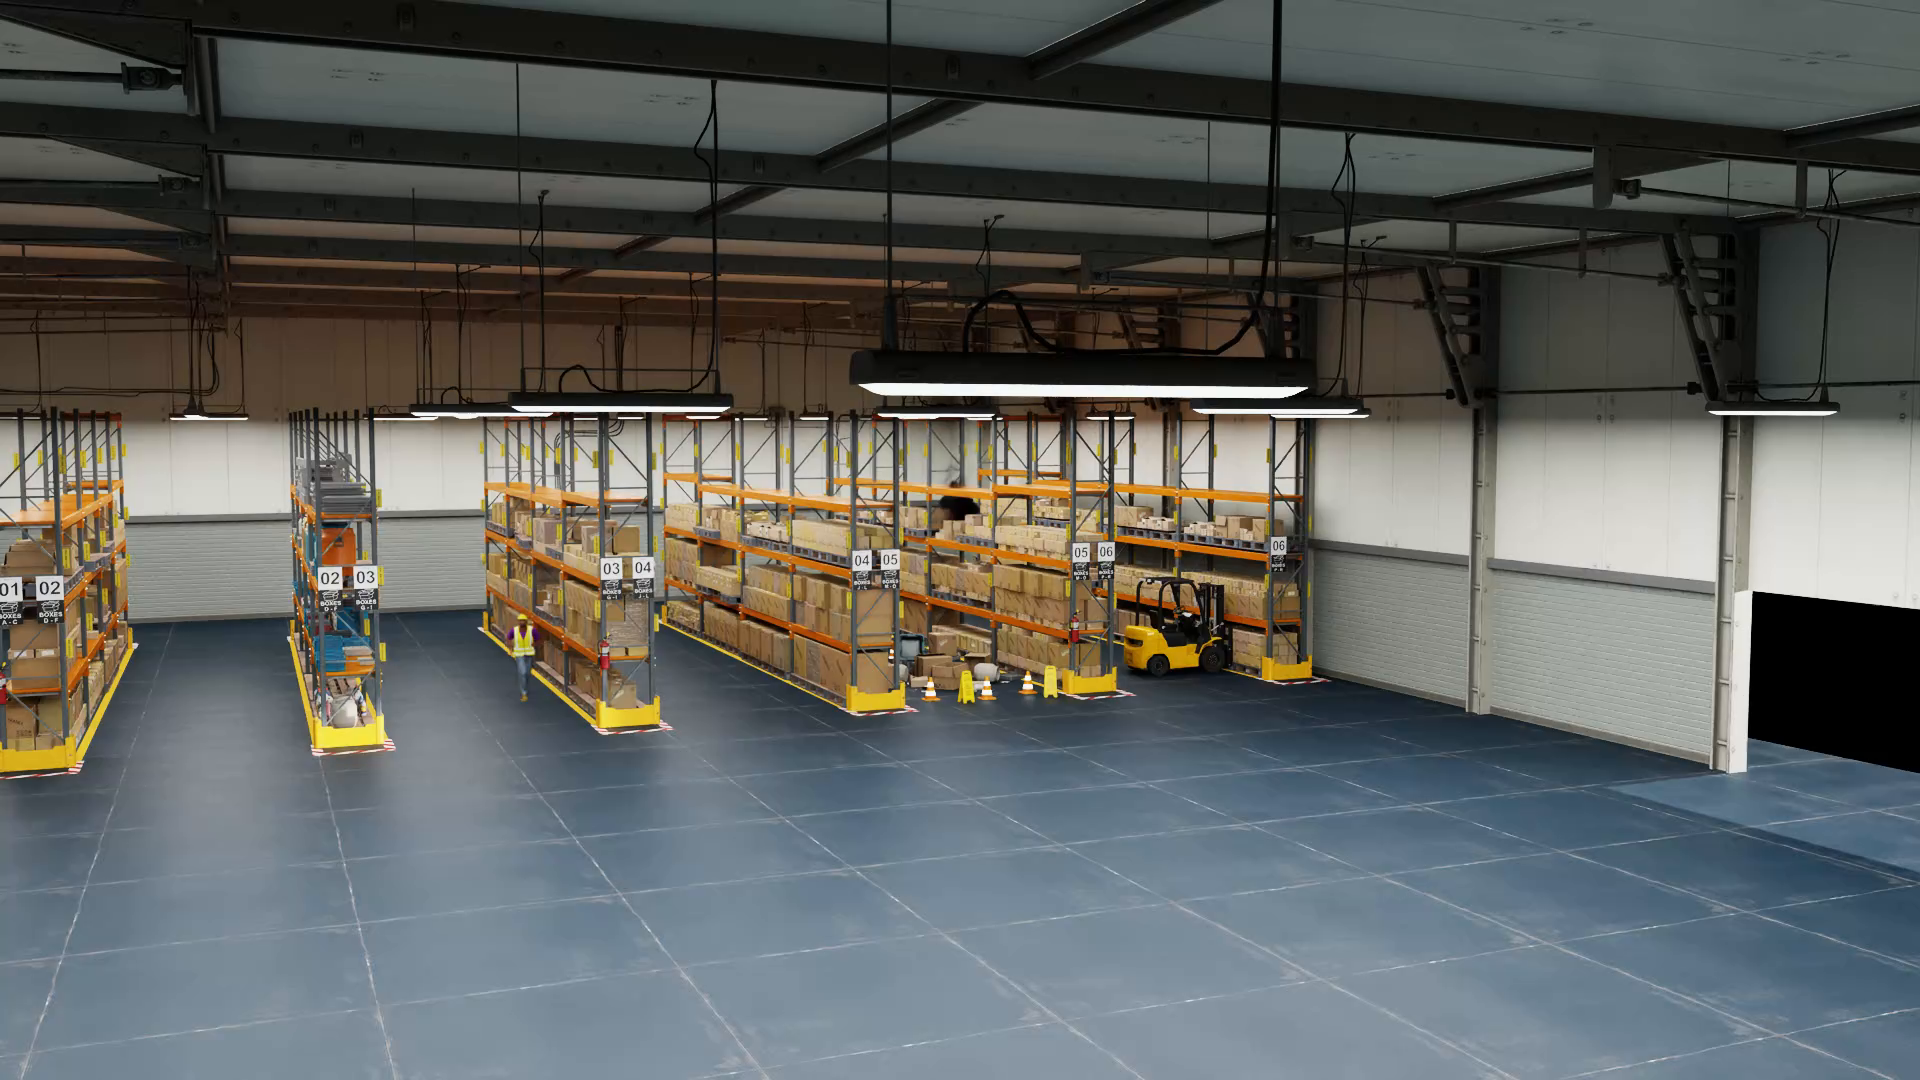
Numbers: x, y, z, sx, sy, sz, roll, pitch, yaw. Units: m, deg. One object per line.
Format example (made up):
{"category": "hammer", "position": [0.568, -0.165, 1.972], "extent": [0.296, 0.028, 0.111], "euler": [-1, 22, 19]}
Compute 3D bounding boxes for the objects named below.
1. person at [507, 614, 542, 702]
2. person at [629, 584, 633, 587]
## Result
{"category": "person", "position": [-9.048, 2.415, 34.588], "extent": [0.682, 1.780, 0.915], "euler": [-2, 4, -22]}
{"category": "person", "position": [-8.914, 1.715, 45.890], "extent": [0.543, 1.636, 0.719], "euler": [-1, 4, -18]}
